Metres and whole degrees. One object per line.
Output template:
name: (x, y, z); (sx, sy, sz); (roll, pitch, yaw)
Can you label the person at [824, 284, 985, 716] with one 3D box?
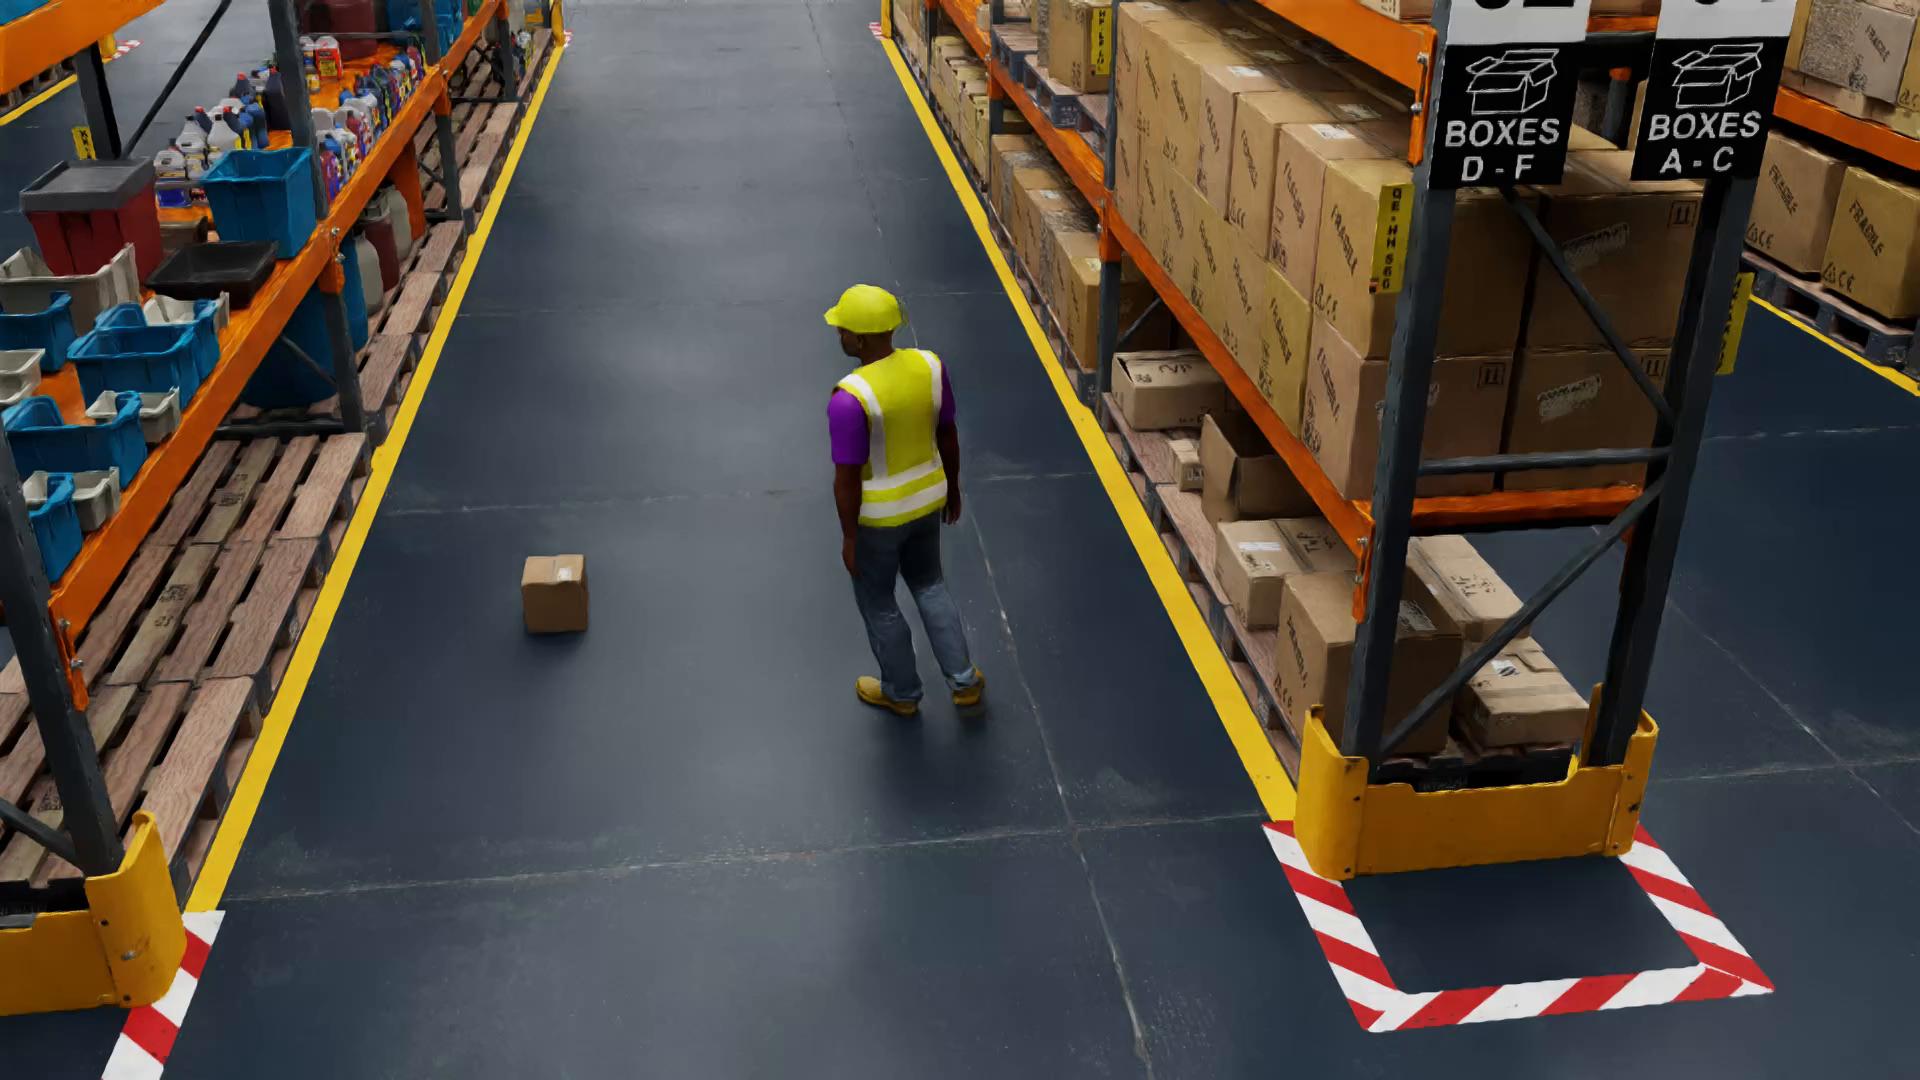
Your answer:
person: (-0.209, -0.103, 6.299); (0.613, 1.751, 0.570); (-22, 34, -37)
